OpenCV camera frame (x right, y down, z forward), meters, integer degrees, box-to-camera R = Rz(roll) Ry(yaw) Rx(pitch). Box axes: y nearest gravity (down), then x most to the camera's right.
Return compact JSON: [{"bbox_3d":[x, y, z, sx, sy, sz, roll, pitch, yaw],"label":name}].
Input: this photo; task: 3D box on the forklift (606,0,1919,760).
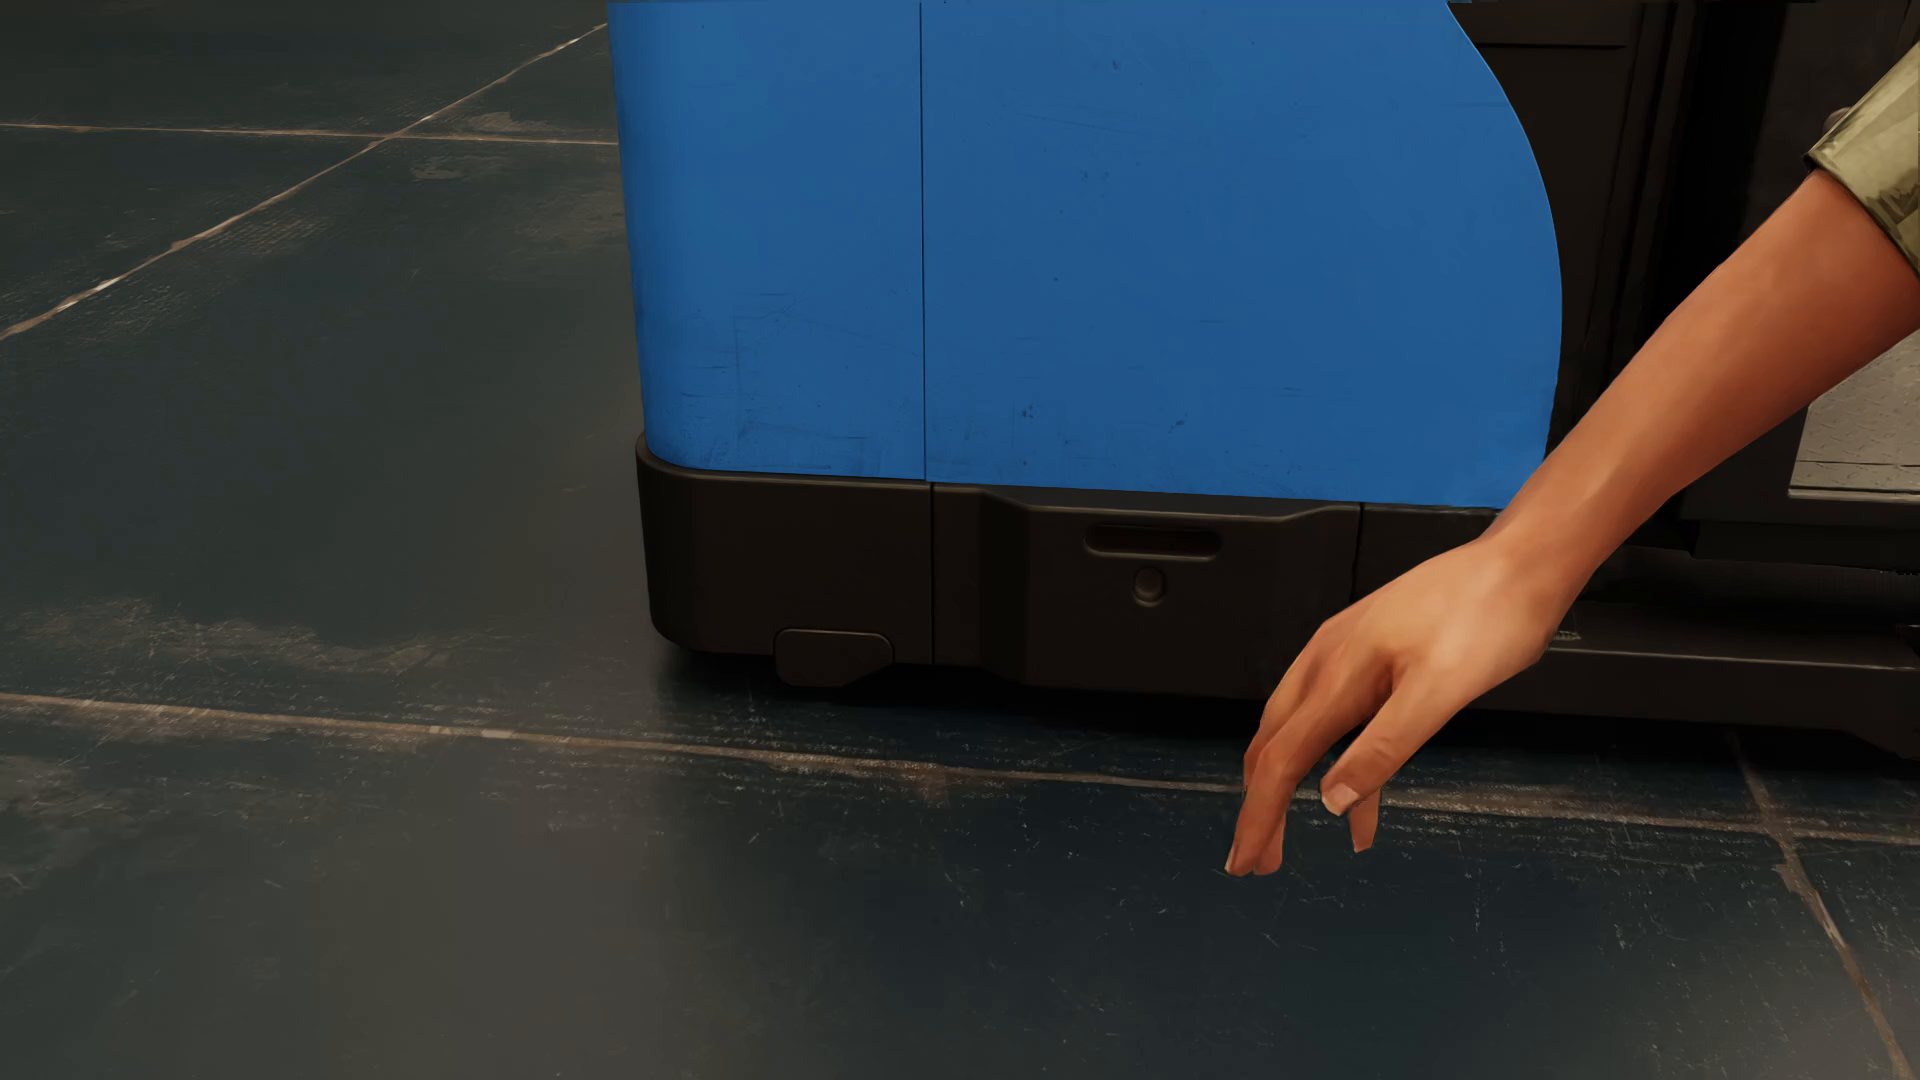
[{"bbox_3d":[1.154,-1.269,1.761,3.031,2.935,1.130,3,27,6],"label":"forklift"}]
